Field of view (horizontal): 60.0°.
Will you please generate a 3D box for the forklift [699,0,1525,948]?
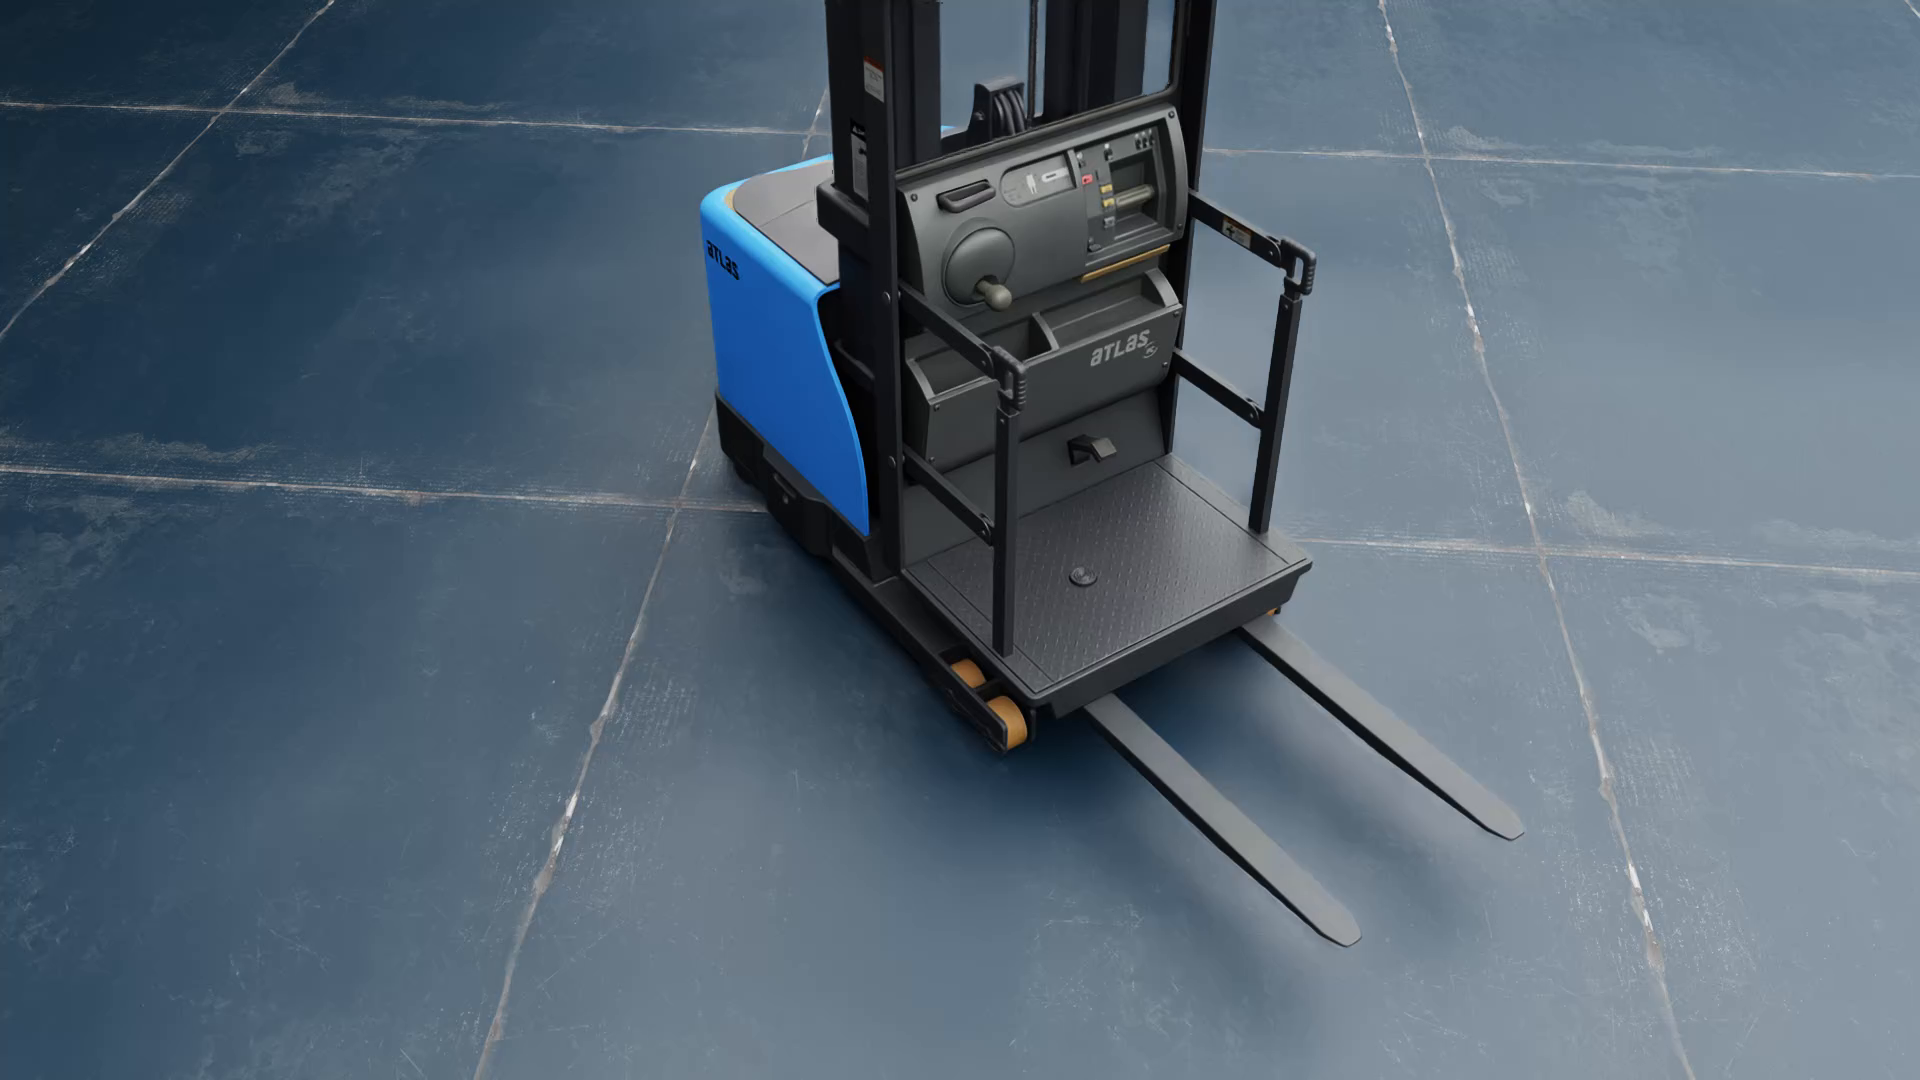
[{"bbox_3d":[0.378,-0.853,4.476,1.130,2.935,3.031,-24,45,-26],"label":"forklift"}]
